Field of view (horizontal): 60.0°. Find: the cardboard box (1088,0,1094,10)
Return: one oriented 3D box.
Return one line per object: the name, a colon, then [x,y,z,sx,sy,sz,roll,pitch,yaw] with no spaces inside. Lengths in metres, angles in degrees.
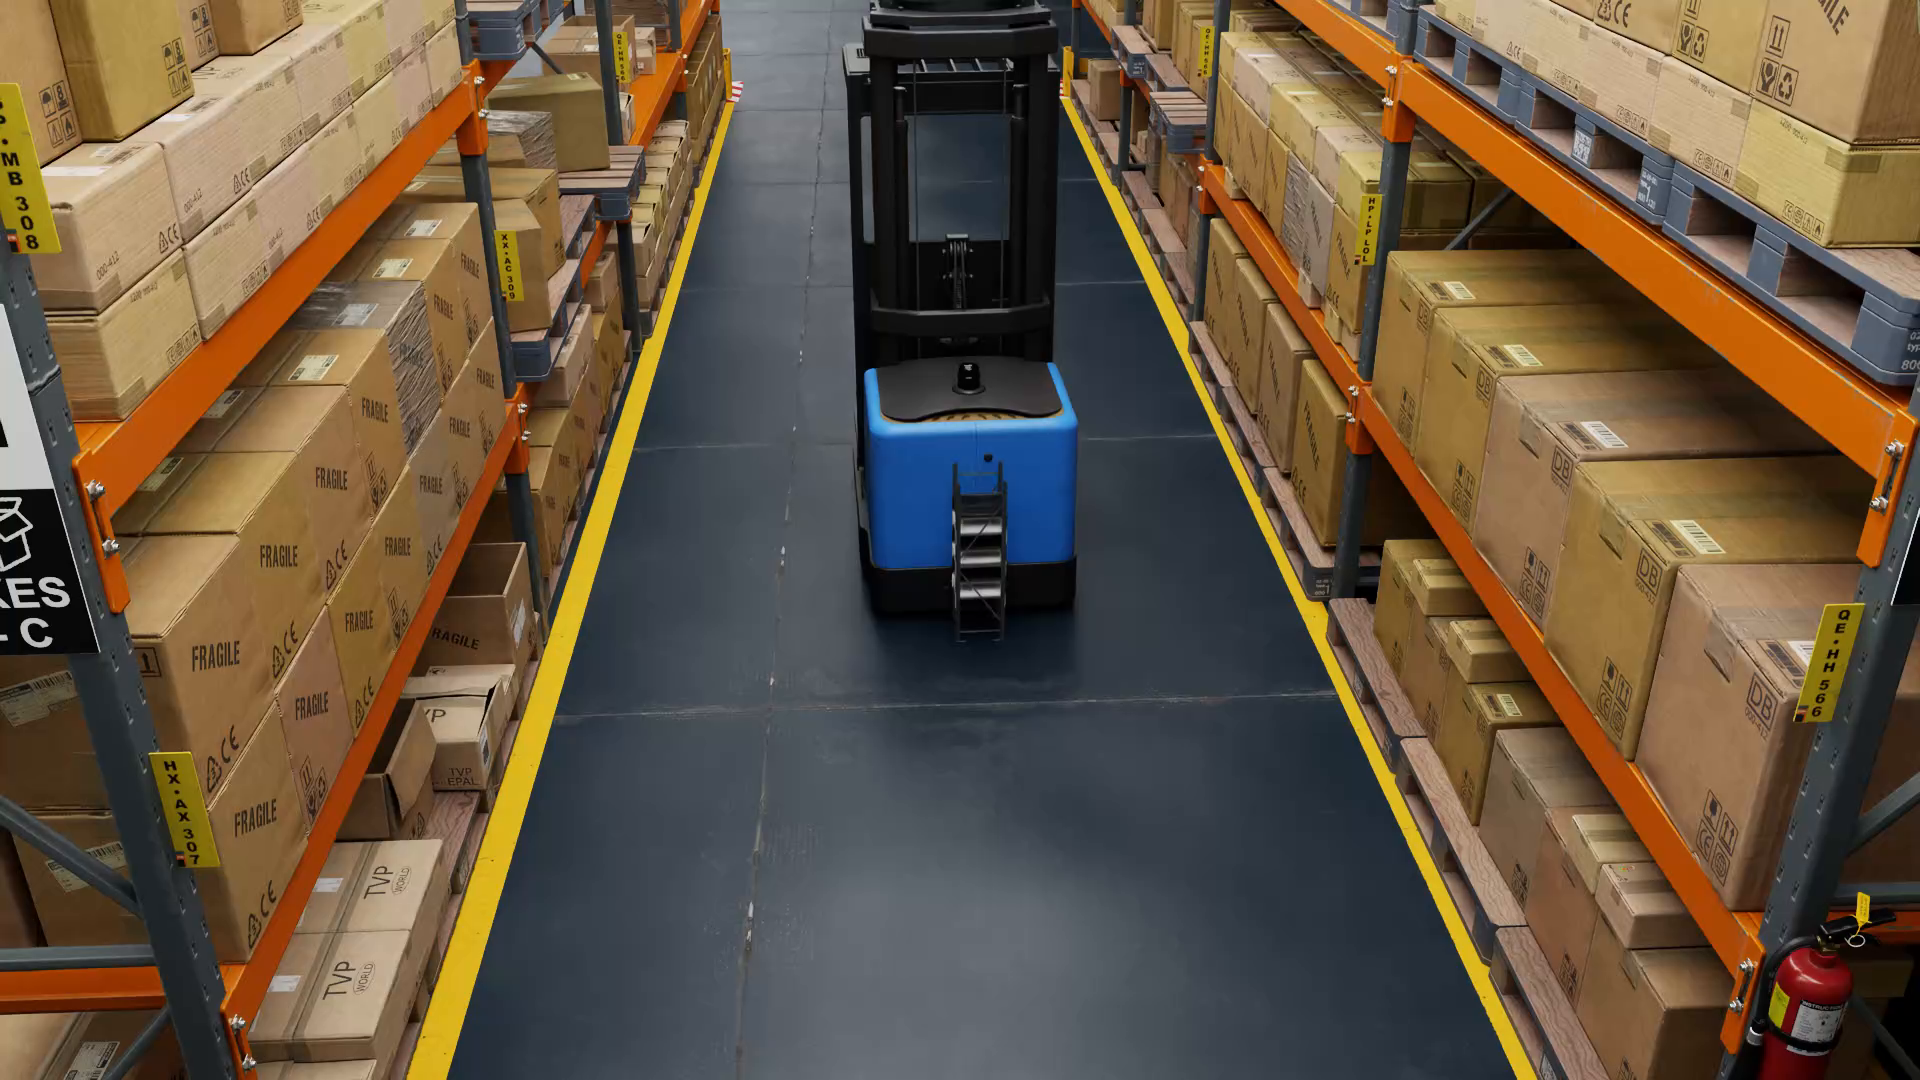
cardboard box: [1.560,-5.485,16.663,0.500,0.250,0.500,-1,28,-2]

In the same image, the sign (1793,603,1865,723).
sign: [2.059,0.294,3.935,0.100,0.325,0.005,-1,28,-3]

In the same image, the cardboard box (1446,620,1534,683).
cardboard box: [2.192,0.444,6.703,0.380,0.149,0.250,-2,28,-4]

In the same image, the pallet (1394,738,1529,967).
pallet: [2.421,1.212,6.698,1.003,0.211,1.213,-1,28,-3]

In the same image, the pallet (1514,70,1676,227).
pallet: [2.485,-1.293,5.337,1.003,0.211,1.213,-1,28,-3]

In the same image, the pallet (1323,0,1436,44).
pallet: [2.295,-2.609,7.973,0.805,0.209,1.217,-2,28,-5]

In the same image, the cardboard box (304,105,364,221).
cardboard box: [-2.192,-1.173,5.174,0.500,0.250,0.500,-1,28,-3]

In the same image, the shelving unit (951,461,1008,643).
shelving unit: [0.092,0.065,8.141,0.258,0.900,0.210,-2,31,-4]

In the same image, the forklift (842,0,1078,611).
forklift: [-0.057,-1.589,9.128,1.130,2.935,3.031,-2,28,-5]

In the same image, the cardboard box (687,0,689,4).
cardboard box: [-3.117,-5.719,16.863,0.700,0.500,0.500,-1,28,-2]

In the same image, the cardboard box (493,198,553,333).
cardboard box: [-2.356,-1.275,7.889,0.700,0.500,0.500,-11,29,-20]

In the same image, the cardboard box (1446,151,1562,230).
cardboard box: [2.629,-1.678,7.962,0.500,0.250,0.500,-1,28,-1]

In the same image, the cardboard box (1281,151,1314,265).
cardboard box: [2.062,-1.802,9.009,0.500,0.500,0.500,-1,28,-3]

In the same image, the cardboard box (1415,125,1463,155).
cardboard box: [2.595,-1.920,8.425,0.500,0.250,0.500,-1,28,-2]

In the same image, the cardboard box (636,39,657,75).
cardboard box: [-2.743,-4.054,13.924,0.396,0.266,0.258,-2,28,-4]

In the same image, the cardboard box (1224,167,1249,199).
cardboard box: [1.903,-2.288,10.643,0.380,0.149,0.250,-1,28,-1]

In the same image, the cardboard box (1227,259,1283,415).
cardboard box: [2.130,-1.275,10.321,0.750,0.750,0.750,-2,28,-3]

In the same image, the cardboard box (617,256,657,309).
cardboard box: [-2.497,-1.884,12.138,0.500,0.250,0.500,-1,28,-3]

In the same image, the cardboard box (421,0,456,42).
cardboard box: [-2.258,-2.088,6.387,0.500,0.250,0.500,-1,28,-3]

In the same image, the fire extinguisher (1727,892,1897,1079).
fire extinguisher: [2.148,1.186,4.220,0.296,0.674,0.183,-1,28,-3]

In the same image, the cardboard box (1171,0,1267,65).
cardboard box: [2.055,-4.078,13.242,0.700,0.500,0.500,2,28,4]

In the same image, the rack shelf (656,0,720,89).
rack shelf: [-3.077,-5.120,16.601,1.077,0.370,4.000,-1,28,-3]

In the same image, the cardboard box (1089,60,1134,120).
cardboard box: [1.730,-4.646,17.141,0.700,0.500,0.500,-3,28,-6]

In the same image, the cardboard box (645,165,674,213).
cardboard box: [-2.585,-2.848,13.380,0.500,0.311,0.500,-2,28,-3]

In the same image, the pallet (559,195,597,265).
pallet: [-2.657,-1.685,9.444,1.003,0.211,1.213,-1,28,-3]

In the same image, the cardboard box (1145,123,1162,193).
cardboard box: [2.030,-3.384,14.721,0.700,0.500,0.500,0,28,-1]

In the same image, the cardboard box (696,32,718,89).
cardboard box: [-2.789,-4.960,17.225,0.500,0.500,0.500,-1,28,-3]

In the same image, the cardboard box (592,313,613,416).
cardboard box: [-2.453,-1.089,10.322,0.500,0.500,0.500,-2,28,-5]

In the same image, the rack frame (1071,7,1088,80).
rack frame: [1.766,-6.484,18.438,1.000,3.000,0.127,-1,28,-3]

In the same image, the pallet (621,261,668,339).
pallet: [-2.767,-1.813,12.497,1.003,0.211,1.213,-1,28,-3]

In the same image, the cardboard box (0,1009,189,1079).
cardboard box: [-2.620,1.695,4.984,0.500,0.500,0.500,-1,28,-3]

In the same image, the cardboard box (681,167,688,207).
cardboard box: [-2.636,-3.064,14.400,0.500,0.250,0.500,-2,28,-3]

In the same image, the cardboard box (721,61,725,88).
cardboard box: [-2.858,-5.089,18.283,0.500,0.250,0.500,-1,28,-3]

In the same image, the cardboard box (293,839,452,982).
cardboard box: [-2.143,1.331,5.952,0.500,0.250,0.500,-1,28,-3]

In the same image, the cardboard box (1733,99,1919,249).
cardboard box: [2.298,-0.921,4.128,0.500,0.250,0.500,-1,28,-1]

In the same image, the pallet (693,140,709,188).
pallet: [-2.972,-3.647,16.014,1.003,0.211,1.213,-1,28,-3]

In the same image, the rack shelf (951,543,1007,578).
rack shelf: [0.092,0.094,8.157,0.258,0.077,0.200,-2,31,-4]

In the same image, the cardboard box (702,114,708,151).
cardboard box: [-2.715,-3.935,16.070,0.500,0.250,0.500,-1,28,-3]

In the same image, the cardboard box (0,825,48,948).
cardboard box: [-2.641,0.782,4.399,0.500,0.500,0.500,-1,28,-1]

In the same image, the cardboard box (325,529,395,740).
cardboard box: [-2.161,0.301,5.321,0.500,0.500,0.500,-1,28,-3]

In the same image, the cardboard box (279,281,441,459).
cardboard box: [-2.214,-0.612,5.990,0.500,0.500,0.500,-1,28,-2]

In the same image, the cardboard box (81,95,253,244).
cardboard box: [-2.131,-0.933,4.173,0.500,0.250,0.500,-1,28,-3]

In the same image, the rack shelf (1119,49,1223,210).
rack shelf: [2.079,-3.394,13.291,1.077,0.370,4.000,-1,28,-3]

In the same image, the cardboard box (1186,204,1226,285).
cardboard box: [2.094,-2.207,12.466,0.700,0.500,0.500,-1,28,-2]

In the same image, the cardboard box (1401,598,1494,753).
cardboard box: [2.352,0.560,7.182,0.700,0.500,0.500,-2,28,-3]

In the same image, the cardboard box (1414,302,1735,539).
cardboard box: [2.437,-0.487,6.615,0.980,0.700,0.700,-2,28,-4]

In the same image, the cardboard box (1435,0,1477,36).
cardboard box: [2.165,-2.111,6.409,0.500,0.250,0.500,-1,28,-3]

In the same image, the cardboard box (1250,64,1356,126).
cardboard box: [2.009,-2.612,9.752,0.500,0.250,0.500,-1,28,-2]

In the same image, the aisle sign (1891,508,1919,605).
aisle sign: [2.305,-0.207,3.592,0.394,0.787,0.004,-1,28,-3]

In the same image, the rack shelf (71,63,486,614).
rack shelf: [-2.450,-0.908,5.282,1.077,0.370,4.000,-1,28,-3]

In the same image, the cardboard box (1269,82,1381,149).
cardboard box: [2.042,-2.376,9.300,0.500,0.250,0.500,-2,28,-4]

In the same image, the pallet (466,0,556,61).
pallet: [-2.518,-2.370,7.510,1.213,0.211,1.003,-1,28,-3]

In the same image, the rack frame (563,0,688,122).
rack frame: [-2.972,-4.515,14.663,1.000,3.000,0.127,-1,28,-3]
